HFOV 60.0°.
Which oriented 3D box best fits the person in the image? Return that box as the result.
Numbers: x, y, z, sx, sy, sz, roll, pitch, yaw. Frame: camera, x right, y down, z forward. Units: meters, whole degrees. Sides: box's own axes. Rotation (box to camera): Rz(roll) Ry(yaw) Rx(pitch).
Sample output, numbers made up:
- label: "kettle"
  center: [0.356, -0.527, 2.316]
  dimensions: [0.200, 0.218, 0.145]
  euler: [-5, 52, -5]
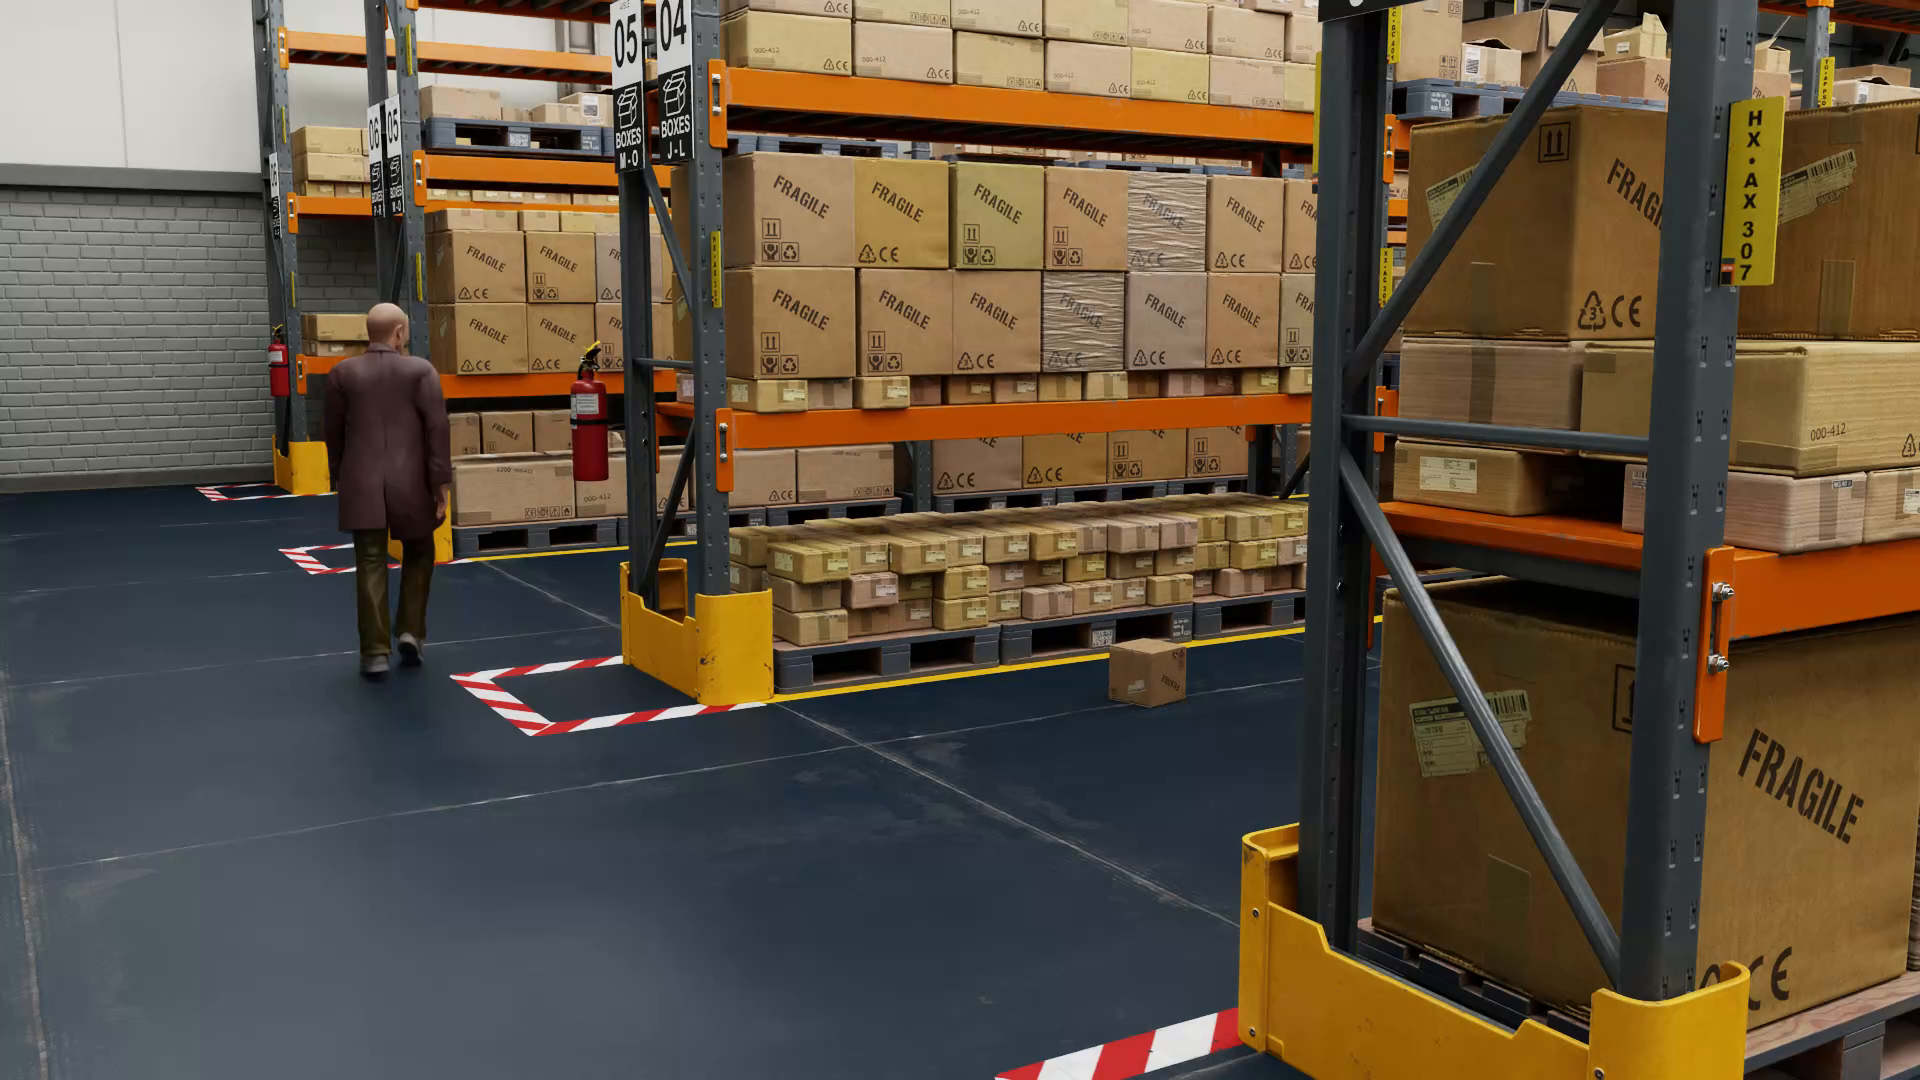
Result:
- label: "person"
  center: [-2.774, -0.222, 8.100]
  dimensions: [0.598, 1.848, 0.663]
  euler: [-2, 8, -14]
